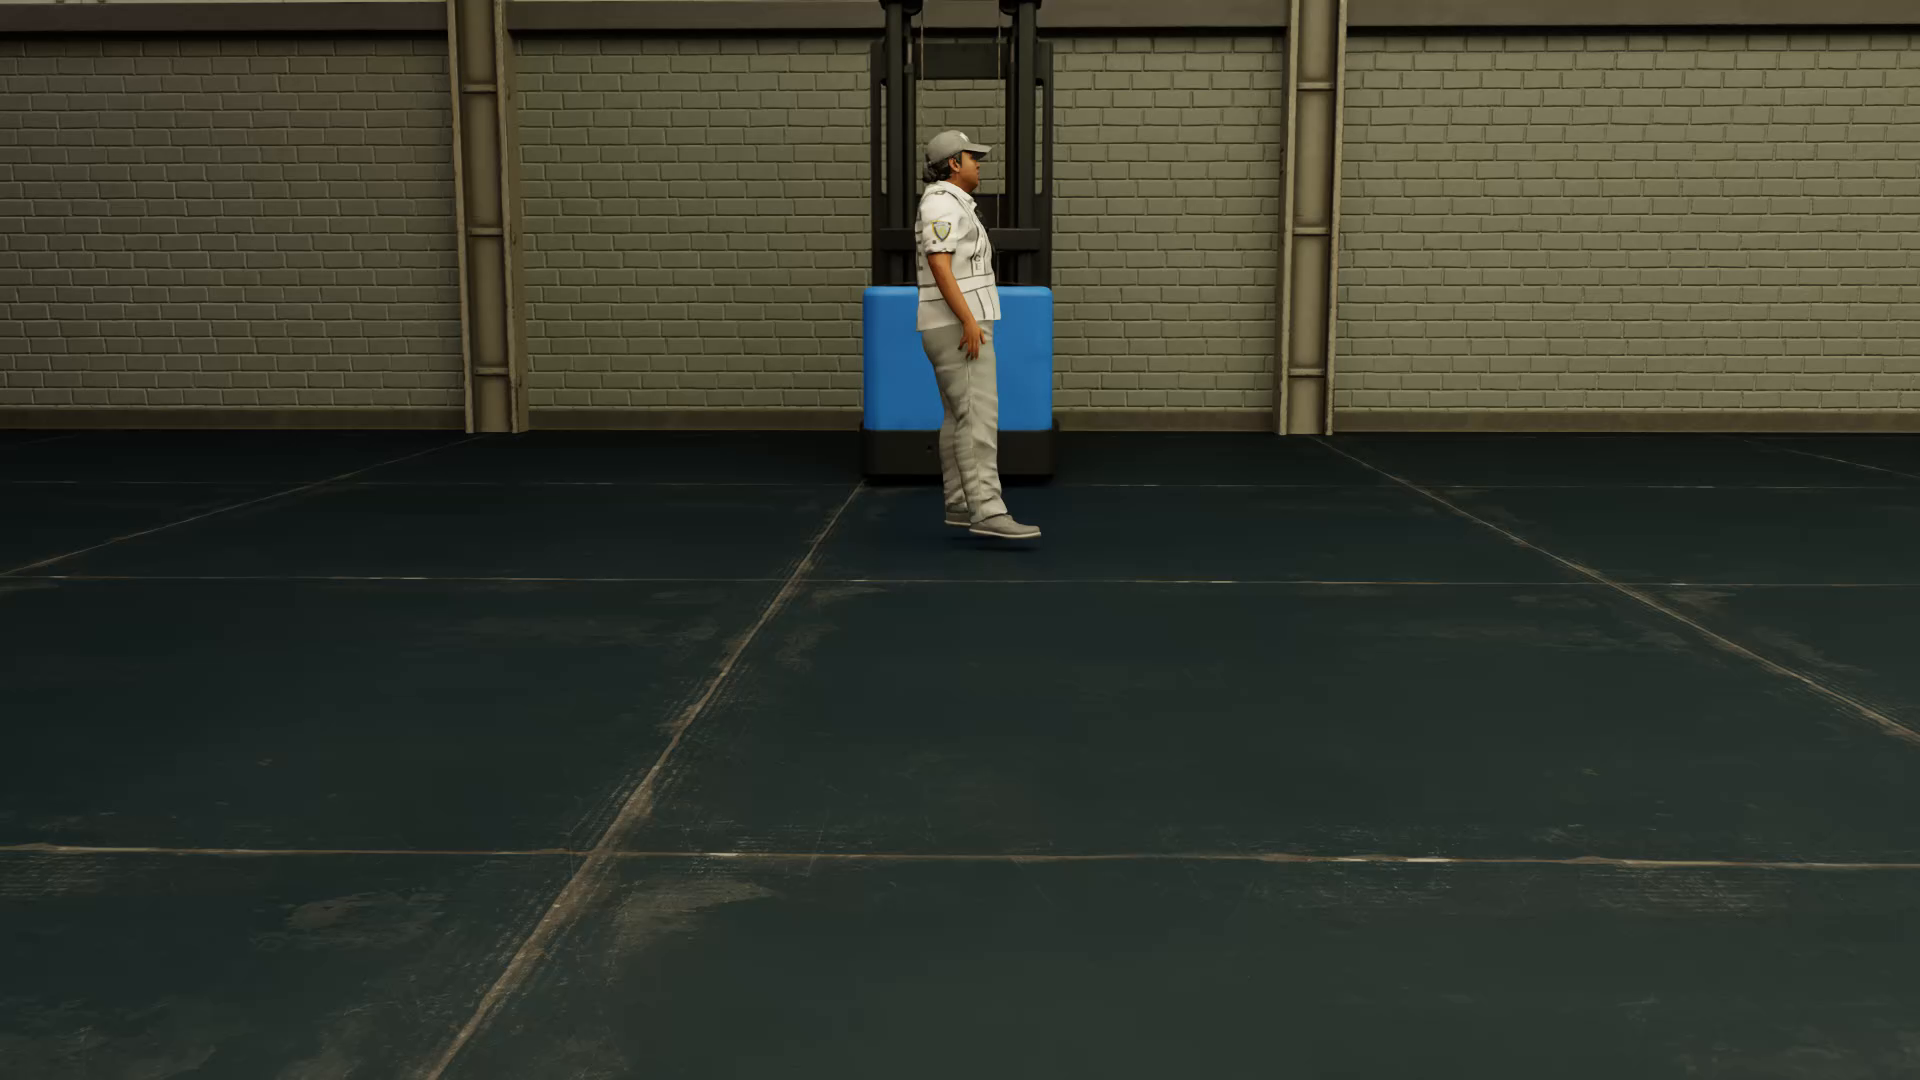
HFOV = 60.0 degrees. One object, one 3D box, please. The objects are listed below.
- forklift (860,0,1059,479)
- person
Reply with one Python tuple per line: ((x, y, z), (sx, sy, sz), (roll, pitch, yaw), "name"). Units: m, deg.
((0.016, -1.956, 10.229), (1.130, 2.935, 3.031), (0, 9, 1), "forklift")
((0.076, -0.866, 6.970), (0.529, 1.670, 0.598), (0, 9, 1), "person")
